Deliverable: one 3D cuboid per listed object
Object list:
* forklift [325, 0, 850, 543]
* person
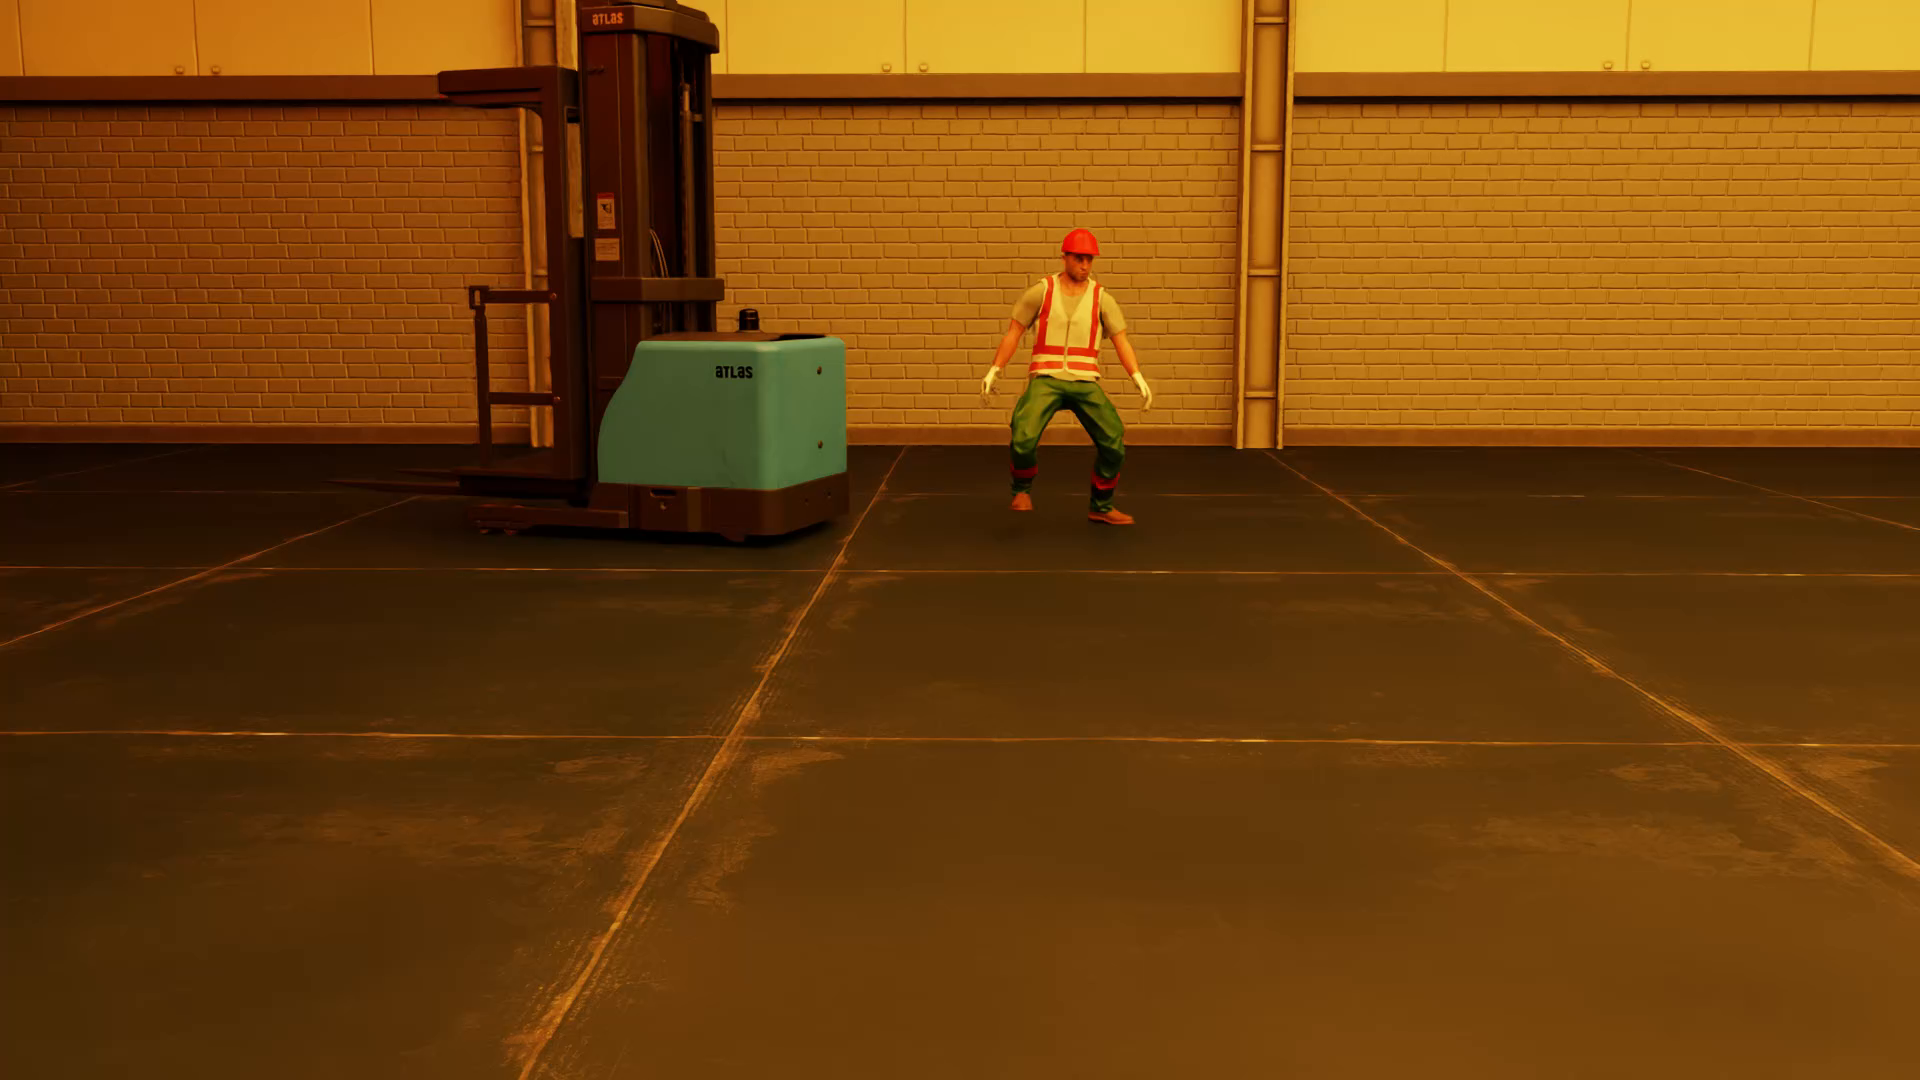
[{"bbox_3d":[-2.206,-1.546,9.418,3.031,2.935,1.130,3,9,19],"label":"forklift"},{"bbox_3d":[0.596,-0.902,9.381,0.949,1.679,0.553,0,9,1],"label":"person"}]
